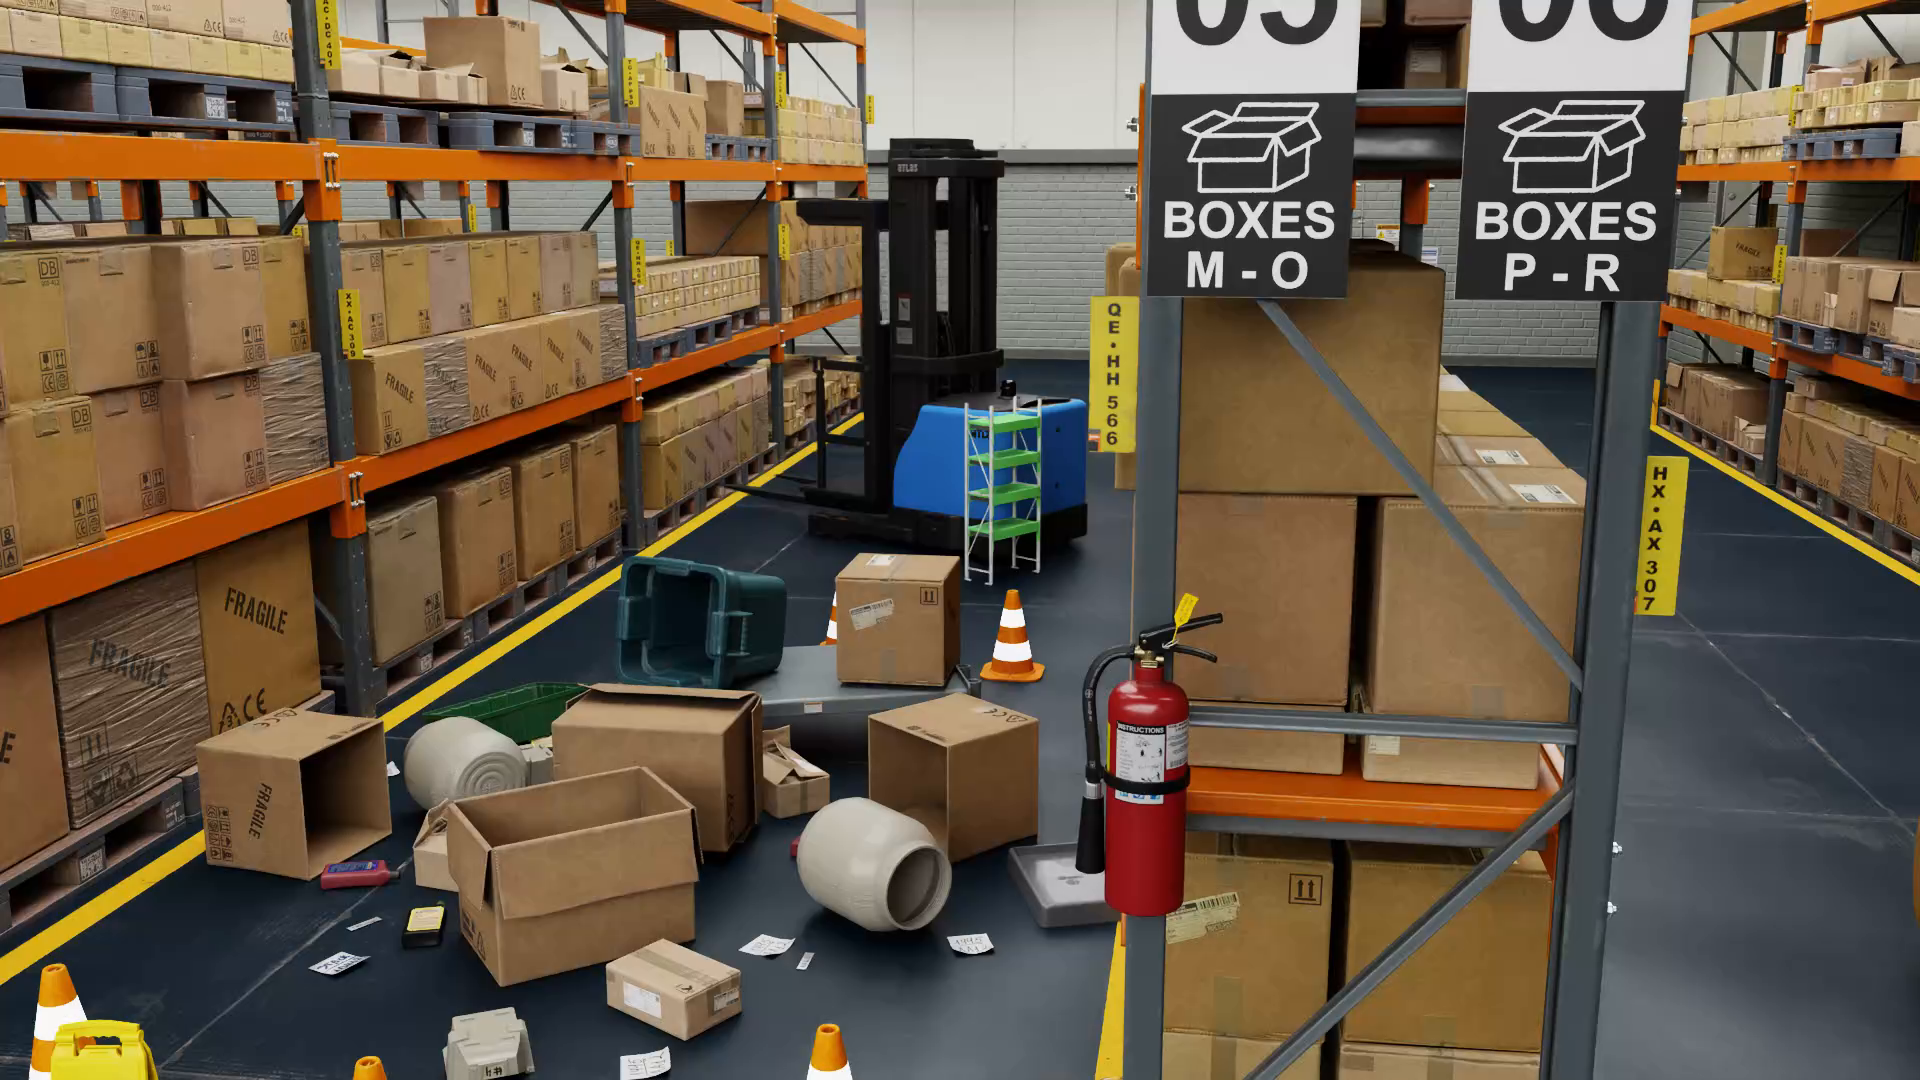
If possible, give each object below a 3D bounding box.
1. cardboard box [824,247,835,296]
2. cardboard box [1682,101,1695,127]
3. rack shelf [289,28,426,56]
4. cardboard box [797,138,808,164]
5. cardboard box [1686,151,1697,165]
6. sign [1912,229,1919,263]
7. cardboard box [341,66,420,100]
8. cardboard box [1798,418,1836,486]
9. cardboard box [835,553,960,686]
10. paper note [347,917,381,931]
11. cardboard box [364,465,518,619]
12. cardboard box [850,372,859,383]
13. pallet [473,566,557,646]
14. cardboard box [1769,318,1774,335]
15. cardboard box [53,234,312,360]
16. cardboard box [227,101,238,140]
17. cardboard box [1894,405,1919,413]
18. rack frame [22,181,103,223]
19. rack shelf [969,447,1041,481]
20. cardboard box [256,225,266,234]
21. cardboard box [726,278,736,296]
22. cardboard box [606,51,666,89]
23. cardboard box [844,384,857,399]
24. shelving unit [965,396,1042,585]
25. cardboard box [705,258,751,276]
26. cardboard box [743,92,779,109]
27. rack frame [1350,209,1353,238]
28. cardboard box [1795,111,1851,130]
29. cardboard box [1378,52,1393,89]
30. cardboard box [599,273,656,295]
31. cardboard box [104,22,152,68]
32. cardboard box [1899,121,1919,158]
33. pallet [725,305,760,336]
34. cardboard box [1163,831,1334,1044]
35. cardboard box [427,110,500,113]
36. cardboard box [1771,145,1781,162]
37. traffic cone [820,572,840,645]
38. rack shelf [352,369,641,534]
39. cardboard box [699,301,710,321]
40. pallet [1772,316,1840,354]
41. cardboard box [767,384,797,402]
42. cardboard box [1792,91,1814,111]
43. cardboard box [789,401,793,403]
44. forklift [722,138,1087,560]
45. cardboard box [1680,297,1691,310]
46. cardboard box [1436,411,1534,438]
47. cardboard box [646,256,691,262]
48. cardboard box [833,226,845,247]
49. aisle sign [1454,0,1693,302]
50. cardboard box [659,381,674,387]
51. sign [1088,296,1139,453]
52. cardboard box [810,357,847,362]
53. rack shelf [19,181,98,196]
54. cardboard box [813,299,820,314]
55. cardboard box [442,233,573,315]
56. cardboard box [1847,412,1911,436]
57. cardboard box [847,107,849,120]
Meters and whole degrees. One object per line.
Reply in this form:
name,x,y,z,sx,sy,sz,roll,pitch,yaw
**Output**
cardboard box,-1.634,-2.848,17.644,0.500,0.500,0.500,3,12,11
cardboard box,7.916,-4.471,17.462,0.500,0.250,0.500,2,12,8
rack shelf,-6.773,-5.223,18.024,1.077,0.370,4.000,2,12,9
cardboard box,-1.795,-3.824,16.355,0.500,0.250,0.500,2,12,8
cardboard box,7.953,-4.057,17.675,0.380,0.149,0.250,2,12,10
sign,8.166,-2.488,14.172,0.100,0.325,0.005,2,12,9
cardboard box,-3.021,-2.379,8.656,0.250,0.149,0.380,2,12,9
cardboard box,7.248,-0.718,13.644,0.500,0.500,0.500,2,12,8
cardboard box,-0.282,0.366,7.811,0.500,0.500,0.500,2,12,9
paper note,-2.157,1.390,6.022,0.032,0.001,0.123,10,15,38
cardboard box,-3.267,-0.012,9.773,1.050,0.750,0.750,2,12,9
cardboard box,-1.379,-1.910,19.299,0.380,0.149,0.250,2,12,7
pallet,-3.196,0.372,10.268,1.003,0.211,1.213,2,12,9
cardboard box,7.416,-1.891,14.746,0.380,0.149,0.250,2,12,9
cardboard box,-3.516,-1.099,7.555,0.875,0.550,0.550,2,12,9
cardboard box,-7.160,-4.020,15.674,0.700,0.500,0.500,2,12,10
cardboard box,7.768,-0.994,13.383,0.380,0.149,0.250,1,12,6
rack frame,-11.359,-3.414,21.215,1.000,3.000,0.127,2,12,9
rack shelf,0.292,-0.512,11.186,0.258,0.148,0.480,11,16,42
cardboard box,-7.274,-2.964,16.996,0.500,0.500,0.500,2,12,10
cardboard box,-2.179,-2.214,14.541,0.380,0.149,0.250,1,12,7
cardboard box,-2.396,-3.478,12.339,0.396,0.266,0.258,2,12,9
cardboard box,-1.394,-1.710,19.079,0.380,0.149,0.250,2,12,10
shelving unit,0.292,-0.340,11.223,0.258,1.200,0.503,11,16,42
cardboard box,-2.104,-2.467,15.006,0.380,0.149,0.250,2,12,7
cardboard box,-1.911,-4.124,15.613,0.380,0.149,0.250,2,12,8
rack frame,2.096,-1.267,11.253,1.000,3.000,0.127,2,12,9
cardboard box,7.178,-3.488,13.801,0.380,0.149,0.250,2,12,10
cardboard box,1.278,-1.168,4.268,0.380,0.149,0.250,2,12,8
cardboard box,-2.509,-1.926,12.496,0.380,0.149,0.250,2,12,7
cardboard box,-3.322,-1.874,6.310,0.380,0.149,0.250,2,12,10
cardboard box,6.994,-2.824,11.711,0.500,0.250,0.500,2,12,9
pallet,-2.456,-1.991,15.067,1.003,0.211,1.213,2,12,9
cardboard box,0.732,0.995,4.505,0.500,0.500,0.500,2,12,9
cardboard box,-3.216,-2.806,10.394,0.500,0.250,0.500,2,12,10
cardboard box,7.421,-3.418,14.712,0.380,0.149,0.250,2,12,9
traffic cone,-0.655,0.409,9.495,0.336,0.463,0.334,2,12,9
rack shelf,-3.118,-0.638,10.043,1.077,0.370,4.000,2,12,9
cardboard box,-2.299,-1.906,13.815,0.380,0.149,0.250,1,12,7
pallet,7.386,-1.683,13.638,1.003,0.211,1.213,2,12,9
cardboard box,-1.836,-1.462,16.515,0.380,0.149,0.250,3,12,11
cardboard box,7.137,-3.635,13.775,0.380,0.149,0.250,2,12,10
cardboard box,-1.873,-1.317,16.548,0.380,0.149,0.250,2,12,9
forklift,-0.532,-1.520,12.588,3.031,2.935,1.130,9,15,37
cardboard box,7.917,-2.536,17.735,0.380,0.149,0.250,2,12,10
cardboard box,1.367,-0.100,4.892,0.500,0.500,0.500,2,12,8
cardboard box,-2.710,-2.545,15.371,0.380,0.149,0.250,3,12,12
cardboard box,-1.554,-3.437,18.007,0.500,0.500,0.500,3,12,12
aisle sign,1.163,-0.850,3.145,0.394,0.787,0.004,2,12,9
cardboard box,-2.732,-1.227,14.222,0.500,0.250,0.500,2,12,11
sign,0.321,-0.344,3.473,0.100,0.325,0.005,2,12,9
cardboard box,-1.506,-2.005,19.037,0.380,0.149,0.250,2,12,10
rack shelf,-11.667,-4.112,19.043,1.077,0.370,4.000,2,12,9
cardboard box,-1.674,-2.440,17.293,0.380,0.149,0.250,2,12,11
cardboard box,-2.966,-1.746,10.863,0.700,0.500,0.500,2,12,8
cardboard box,7.160,-0.900,12.947,0.380,0.149,0.250,2,12,11
cardboard box,-1.454,-4.776,18.640,0.380,0.149,0.250,2,12,9
